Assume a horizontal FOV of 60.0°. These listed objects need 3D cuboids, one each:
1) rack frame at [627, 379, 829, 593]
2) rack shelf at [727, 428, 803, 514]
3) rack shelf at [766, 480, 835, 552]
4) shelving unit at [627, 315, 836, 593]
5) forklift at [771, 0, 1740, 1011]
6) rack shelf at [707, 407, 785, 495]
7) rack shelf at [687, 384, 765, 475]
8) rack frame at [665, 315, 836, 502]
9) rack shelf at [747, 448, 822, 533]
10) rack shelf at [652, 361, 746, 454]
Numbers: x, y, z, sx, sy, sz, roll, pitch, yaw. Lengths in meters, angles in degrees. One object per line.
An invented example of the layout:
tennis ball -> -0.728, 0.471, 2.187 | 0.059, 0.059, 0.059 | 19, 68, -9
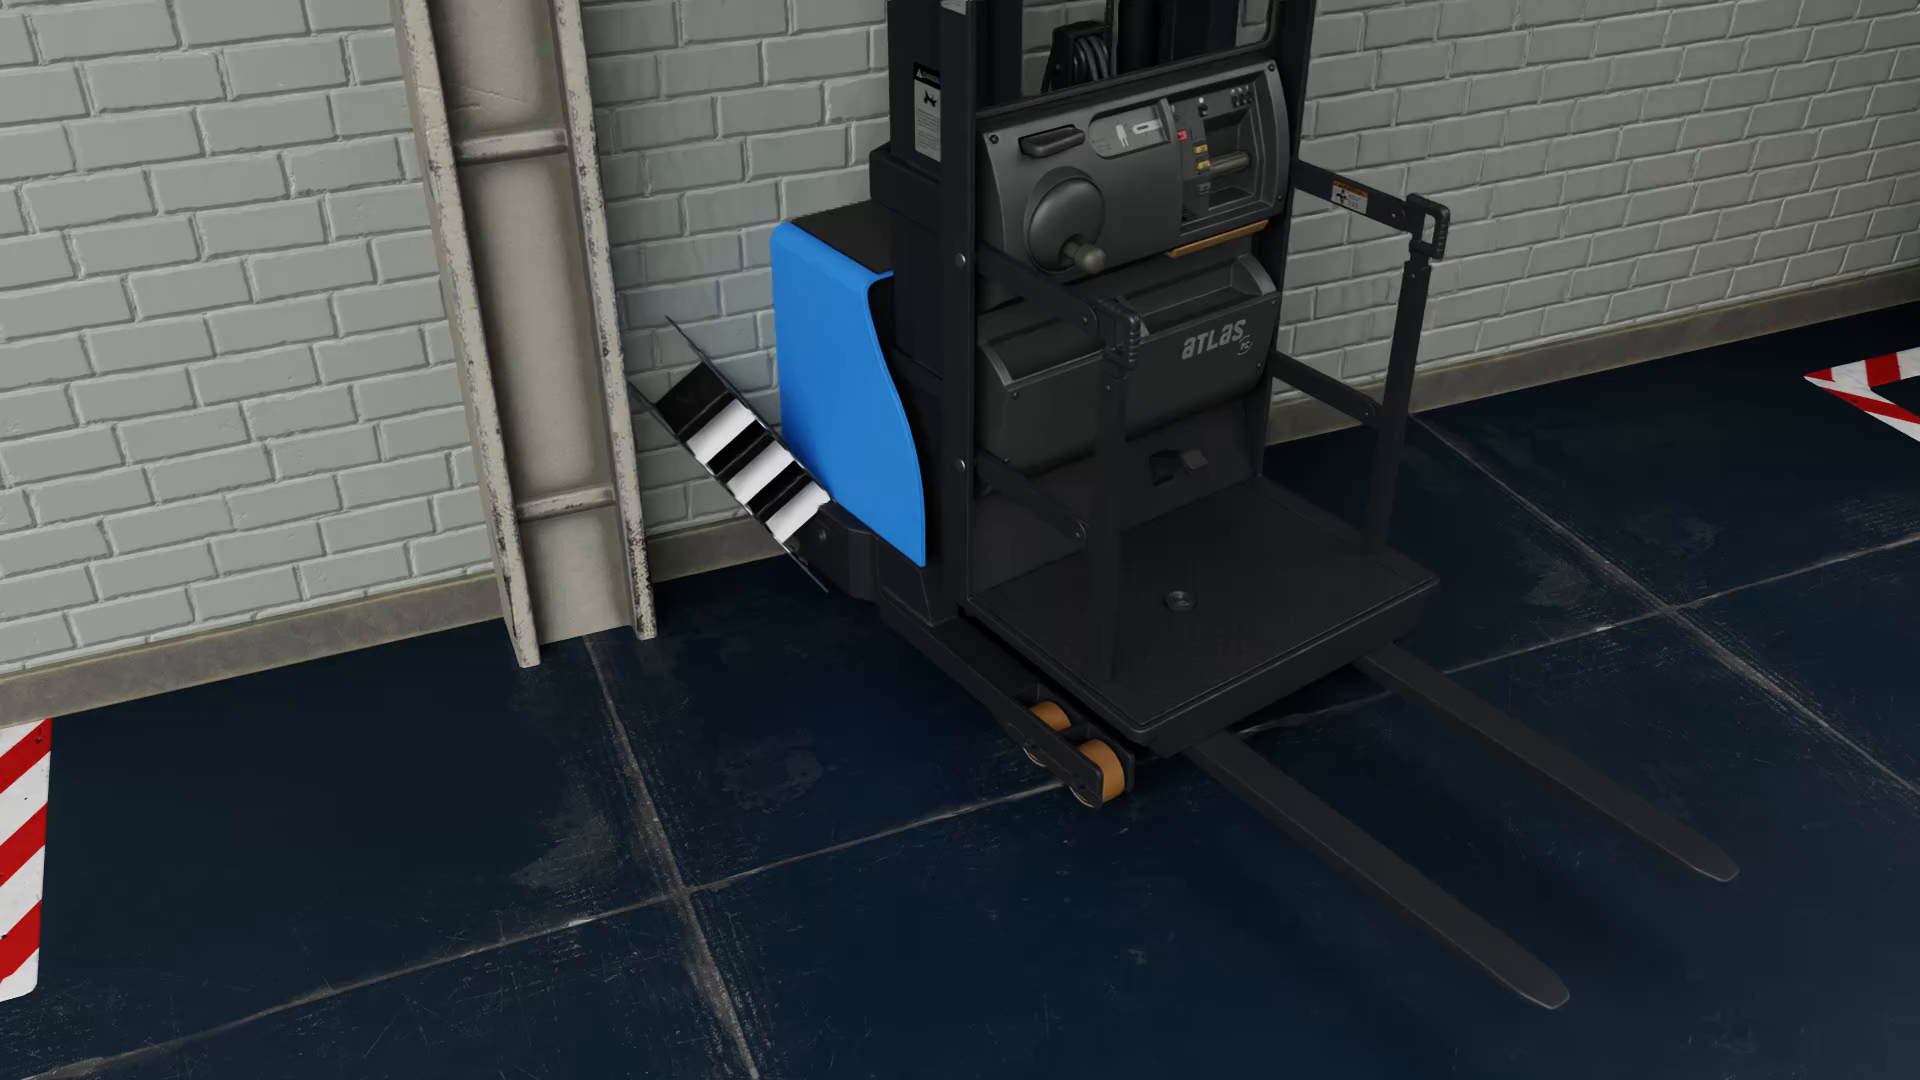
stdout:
rack frame -> -0.684, -0.168, 4.808 | 0.006, 0.900, 0.240 | -42, 36, -1
rack shelf -> -0.591, -0.216, 4.829 | 0.200, 0.077, 0.258 | -42, 36, -1
rack shelf -> -0.494, -0.106, 4.935 | 0.200, 0.077, 0.258 | -42, 36, -1
shelving unit -> -0.609, -0.236, 4.809 | 0.210, 0.900, 0.258 | -42, 36, -1
forklift -> 0.574, -0.859, 3.882 | 1.130, 2.935, 3.031 | -22, 39, -30
rack shelf -> -0.639, -0.270, 4.776 | 0.200, 0.077, 0.258 | -42, 36, -1
rack shelf -> -0.687, -0.325, 4.723 | 0.200, 0.077, 0.258 | -42, 36, -1
rack frame -> -0.533, -0.304, 4.810 | 0.006, 0.900, 0.240 | -42, 36, -1
rack shelf -> -0.542, -0.161, 4.882 | 0.200, 0.077, 0.258 | -42, 36, -1
rack shelf -> -0.736, -0.379, 4.670 | 0.200, 0.077, 0.258 | -42, 36, -1
